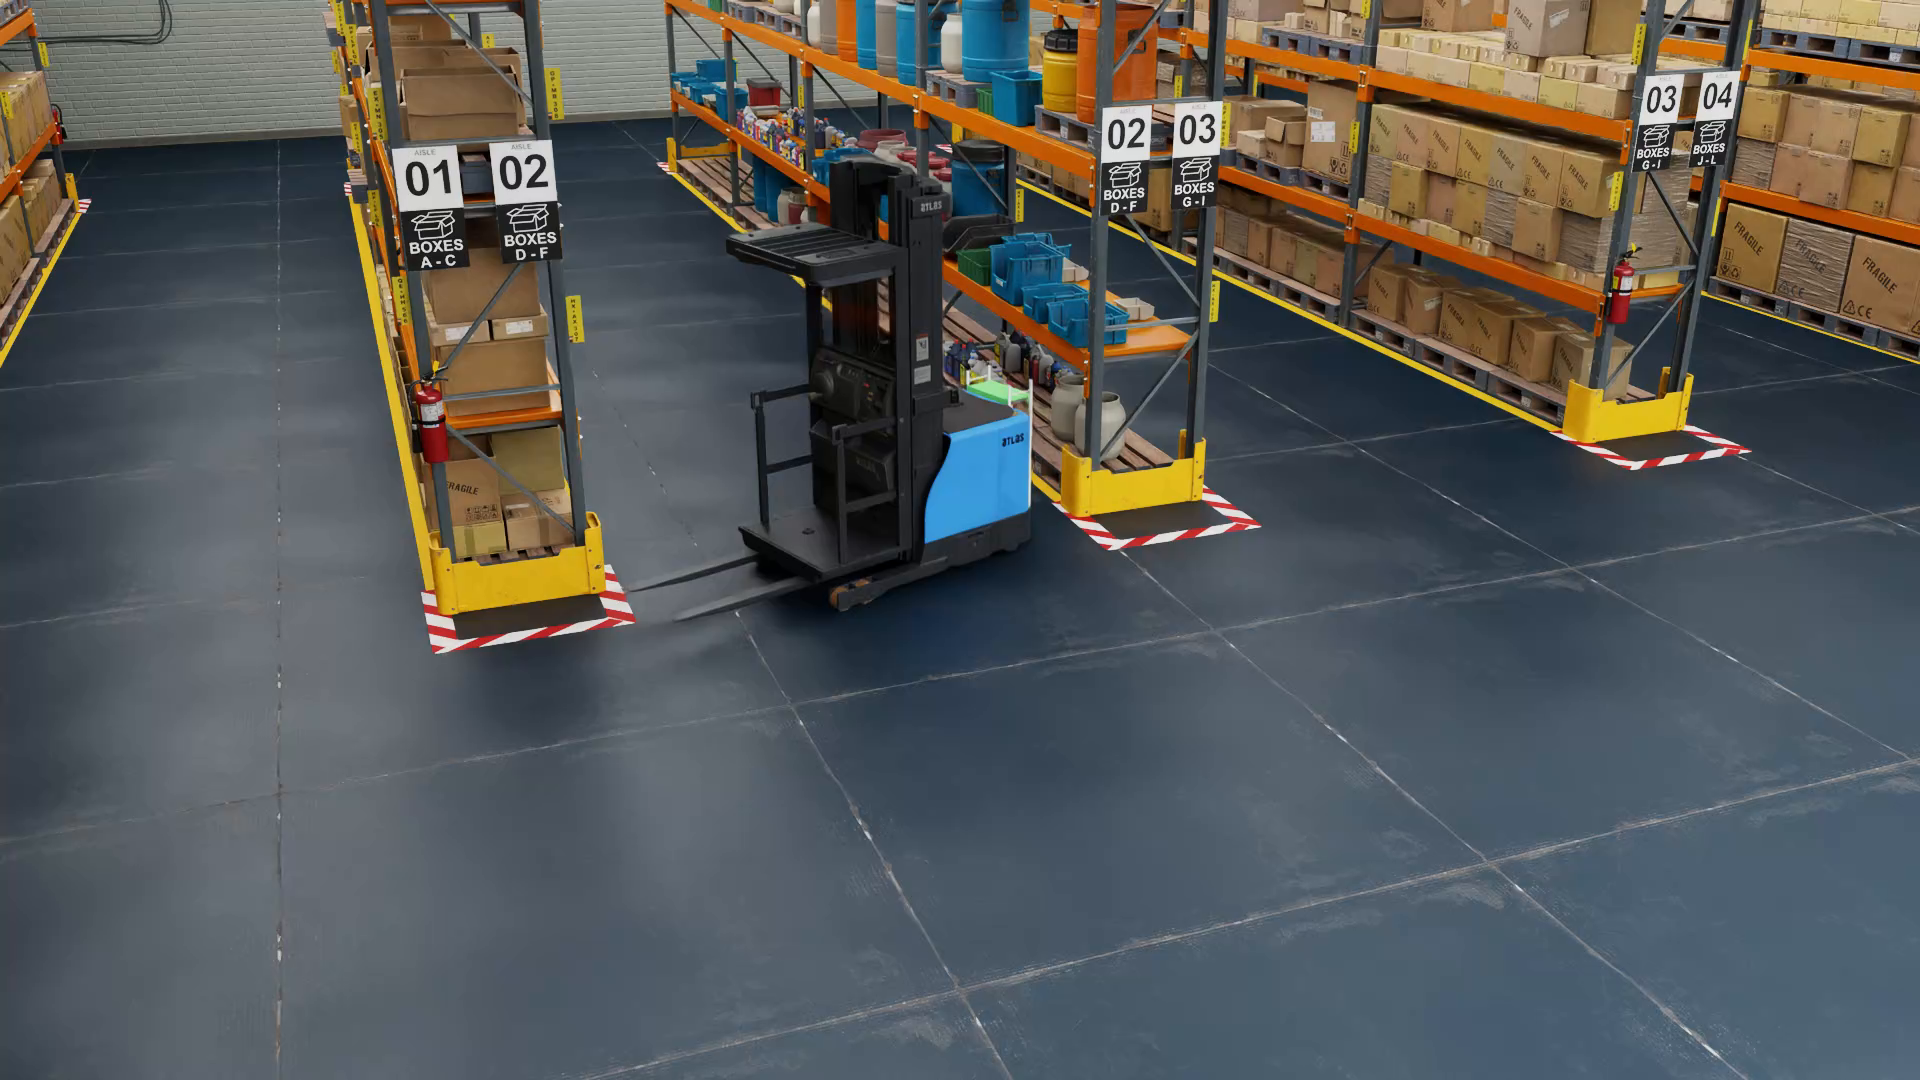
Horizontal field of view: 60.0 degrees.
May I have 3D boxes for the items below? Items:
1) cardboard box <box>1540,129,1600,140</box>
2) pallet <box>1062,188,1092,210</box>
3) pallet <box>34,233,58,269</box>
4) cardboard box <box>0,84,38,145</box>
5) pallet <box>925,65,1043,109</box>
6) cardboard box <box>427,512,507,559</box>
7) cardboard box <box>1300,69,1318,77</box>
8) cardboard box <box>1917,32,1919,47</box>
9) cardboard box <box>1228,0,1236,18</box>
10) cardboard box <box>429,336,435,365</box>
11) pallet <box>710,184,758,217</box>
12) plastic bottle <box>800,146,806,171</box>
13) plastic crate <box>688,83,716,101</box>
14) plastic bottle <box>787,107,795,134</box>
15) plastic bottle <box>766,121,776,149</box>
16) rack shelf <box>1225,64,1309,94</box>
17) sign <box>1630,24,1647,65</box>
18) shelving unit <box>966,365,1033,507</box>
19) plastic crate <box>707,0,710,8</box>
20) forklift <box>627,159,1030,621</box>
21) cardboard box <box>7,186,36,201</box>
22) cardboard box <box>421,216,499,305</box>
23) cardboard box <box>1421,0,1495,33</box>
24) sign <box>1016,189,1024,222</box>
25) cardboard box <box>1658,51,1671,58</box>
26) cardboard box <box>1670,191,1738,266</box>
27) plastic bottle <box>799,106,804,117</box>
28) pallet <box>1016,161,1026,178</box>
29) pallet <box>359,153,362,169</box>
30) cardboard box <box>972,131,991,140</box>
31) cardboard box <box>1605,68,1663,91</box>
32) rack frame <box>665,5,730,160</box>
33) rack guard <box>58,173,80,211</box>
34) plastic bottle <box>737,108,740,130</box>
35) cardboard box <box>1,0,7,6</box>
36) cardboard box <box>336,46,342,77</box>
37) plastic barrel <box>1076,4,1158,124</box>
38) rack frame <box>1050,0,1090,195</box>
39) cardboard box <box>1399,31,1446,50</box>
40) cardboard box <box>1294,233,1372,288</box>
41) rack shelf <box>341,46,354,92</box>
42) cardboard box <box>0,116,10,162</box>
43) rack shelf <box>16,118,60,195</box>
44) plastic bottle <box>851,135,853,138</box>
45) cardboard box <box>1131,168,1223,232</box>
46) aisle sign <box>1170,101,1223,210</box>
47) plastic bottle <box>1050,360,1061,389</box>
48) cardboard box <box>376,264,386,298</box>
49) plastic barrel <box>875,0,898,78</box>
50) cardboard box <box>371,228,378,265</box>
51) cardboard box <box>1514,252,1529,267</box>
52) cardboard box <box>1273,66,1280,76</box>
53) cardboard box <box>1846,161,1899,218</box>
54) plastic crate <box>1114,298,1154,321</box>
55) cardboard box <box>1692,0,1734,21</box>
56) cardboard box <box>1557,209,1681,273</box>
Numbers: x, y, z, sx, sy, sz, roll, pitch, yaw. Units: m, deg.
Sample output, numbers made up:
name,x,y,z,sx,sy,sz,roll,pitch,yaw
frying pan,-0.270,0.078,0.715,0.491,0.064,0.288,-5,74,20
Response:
name,x,y,z,sx,sy,sz,roll,pitch,yaw
cardboard box,5.825,-3.604,15.763,0.500,0.500,0.500,-8,24,-19
pallet,2.217,-5.164,24.853,1.003,0.211,1.213,-8,24,-19
pallet,-12.224,-3.682,21.338,1.003,0.211,1.213,-8,24,-19
cardboard box,-12.724,-5.547,21.785,0.980,0.700,0.700,-10,25,-22
pallet,0.412,-4.179,15.307,1.213,0.211,1.003,-8,24,-19
cardboard box,-3.622,-0.082,12.205,0.500,0.250,0.500,-8,24,-19
cardboard box,5.932,-7.872,27.176,0.500,0.500,0.500,-9,24,-20
cardboard box,9.906,-5.045,16.772,0.380,0.149,0.250,-8,24,-19
cardboard box,3.388,-6.533,19.878,0.500,0.500,0.500,-8,24,-19
cardboard box,-3.669,-1.590,12.654,0.700,0.500,0.500,-8,24,-19
pallet,-3.056,-5.016,24.503,1.003,0.211,1.213,-8,24,-19
plastic bottle,-1.889,-4.621,20.124,0.061,0.283,0.133,-8,24,-19
plastic crate,-3.929,-6.830,25.354,0.416,0.233,0.300,-8,24,-19
plastic bottle,-2.264,-5.708,22.617,0.144,0.351,0.185,-8,24,-19
plastic bottle,-2.422,-5.246,21.522,0.144,0.351,0.185,-8,24,-19
rack shelf,5.843,-7.758,28.344,1.077,0.370,4.000,-8,24,-19
sign,5.586,-4.080,13.690,0.100,0.325,0.005,-8,24,-19
shelving unit,0.302,-0.719,13.034,0.258,1.200,0.503,-18,29,-36
plastic crate,-3.380,-7.631,23.471,0.416,0.233,0.300,-8,24,-19
forklift,-0.926,-1.082,11.666,3.031,2.935,1.130,-18,29,-36
cardboard box,-12.147,-4.456,21.426,0.380,0.149,0.250,-8,24,-17
cardboard box,-3.519,-2.026,12.018,0.700,0.500,0.500,-9,24,-20
cardboard box,5.097,-5.479,16.994,0.500,0.500,0.500,-9,25,-21
sign,0.585,-3.331,16.559,0.100,0.325,0.005,-8,24,-19
cardboard box,11.412,-8.022,26.629,0.500,0.500,0.500,-9,24,-20
cardboard box,9.072,-3.826,20.445,1.050,0.750,0.750,-8,24,-19
plastic bottle,-2.129,-5.727,22.664,0.144,0.351,0.185,-8,24,-19
pallet,1.243,-6.165,27.229,1.003,0.211,1.213,-8,24,-19
pallet,-6.674,-4.525,19.995,1.003,0.211,1.213,-8,24,-19
cardboard box,0.761,-7.165,28.206,0.875,0.875,0.875,-8,24,-19
cardboard box,5.723,-3.914,14.114,0.380,0.149,0.250,-8,24,-19
rack frame,-4.173,-7.493,26.788,1.000,3.000,0.127,-8,24,-19
rack guard,-13.450,-4.990,24.070,1.175,0.500,0.348,-8,24,-19
plastic bottle,-3.030,-5.794,22.908,0.061,0.283,0.133,-8,24,-19
cardboard box,-12.381,-6.892,21.026,0.500,0.250,0.500,-9,24,-20
cardboard box,-8.898,-7.124,24.497,0.500,0.500,0.500,-8,24,-17
plastic barrel,1.189,-3.612,12.625,0.600,0.830,0.708,-8,24,-19
rack frame,1.874,-6.719,24.953,1.000,3.000,0.127,-8,24,-19
cardboard box,4.684,-5.061,16.837,0.380,0.149,0.250,-10,25,-22
cardboard box,4.352,-3.265,19.410,0.700,0.500,0.500,-8,24,-19
rack shelf,-6.689,-5.685,19.564,1.077,0.370,4.000,-8,24,-19
cardboard box,-11.629,-4.739,19.718,0.500,0.500,0.500,-9,24,-20
rack shelf,-12.735,-5.075,21.979,1.077,0.370,4.000,-8,24,-19
plastic bottle,-1.366,-4.957,20.922,0.061,0.283,0.133,-8,24,-19
cardboard box,3.062,-4.733,22.437,1.225,0.875,0.875,-10,25,-21
aisle sign,1.779,-2.891,12.524,0.394,0.787,0.004,-8,24,-19
plastic bottle,0.902,-1.561,15.661,0.097,0.271,0.097,0,23,0
cardboard box,-6.072,-2.862,18.079,0.500,0.311,0.500,-7,24,-17
plastic barrel,-0.548,-5.138,16.695,0.600,0.901,0.600,0,23,0
cardboard box,-6.715,-3.454,19.859,0.500,0.500,0.500,-9,25,-21
cardboard box,5.471,-2.682,15.699,0.380,0.149,0.250,-8,24,-19
cardboard box,5.543,-7.978,28.263,0.380,0.149,0.250,-7,24,-17
cardboard box,10.094,-3.805,17.845,0.875,0.550,0.500,-8,24,-19
plastic crate,1.464,-1.927,13.923,0.298,0.136,0.250,-8,24,-19
cardboard box,8.976,-6.243,19.486,0.500,0.250,0.500,-8,24,-18
cardboard box,5.944,-2.745,15.013,0.875,0.500,0.500,-8,24,-19
